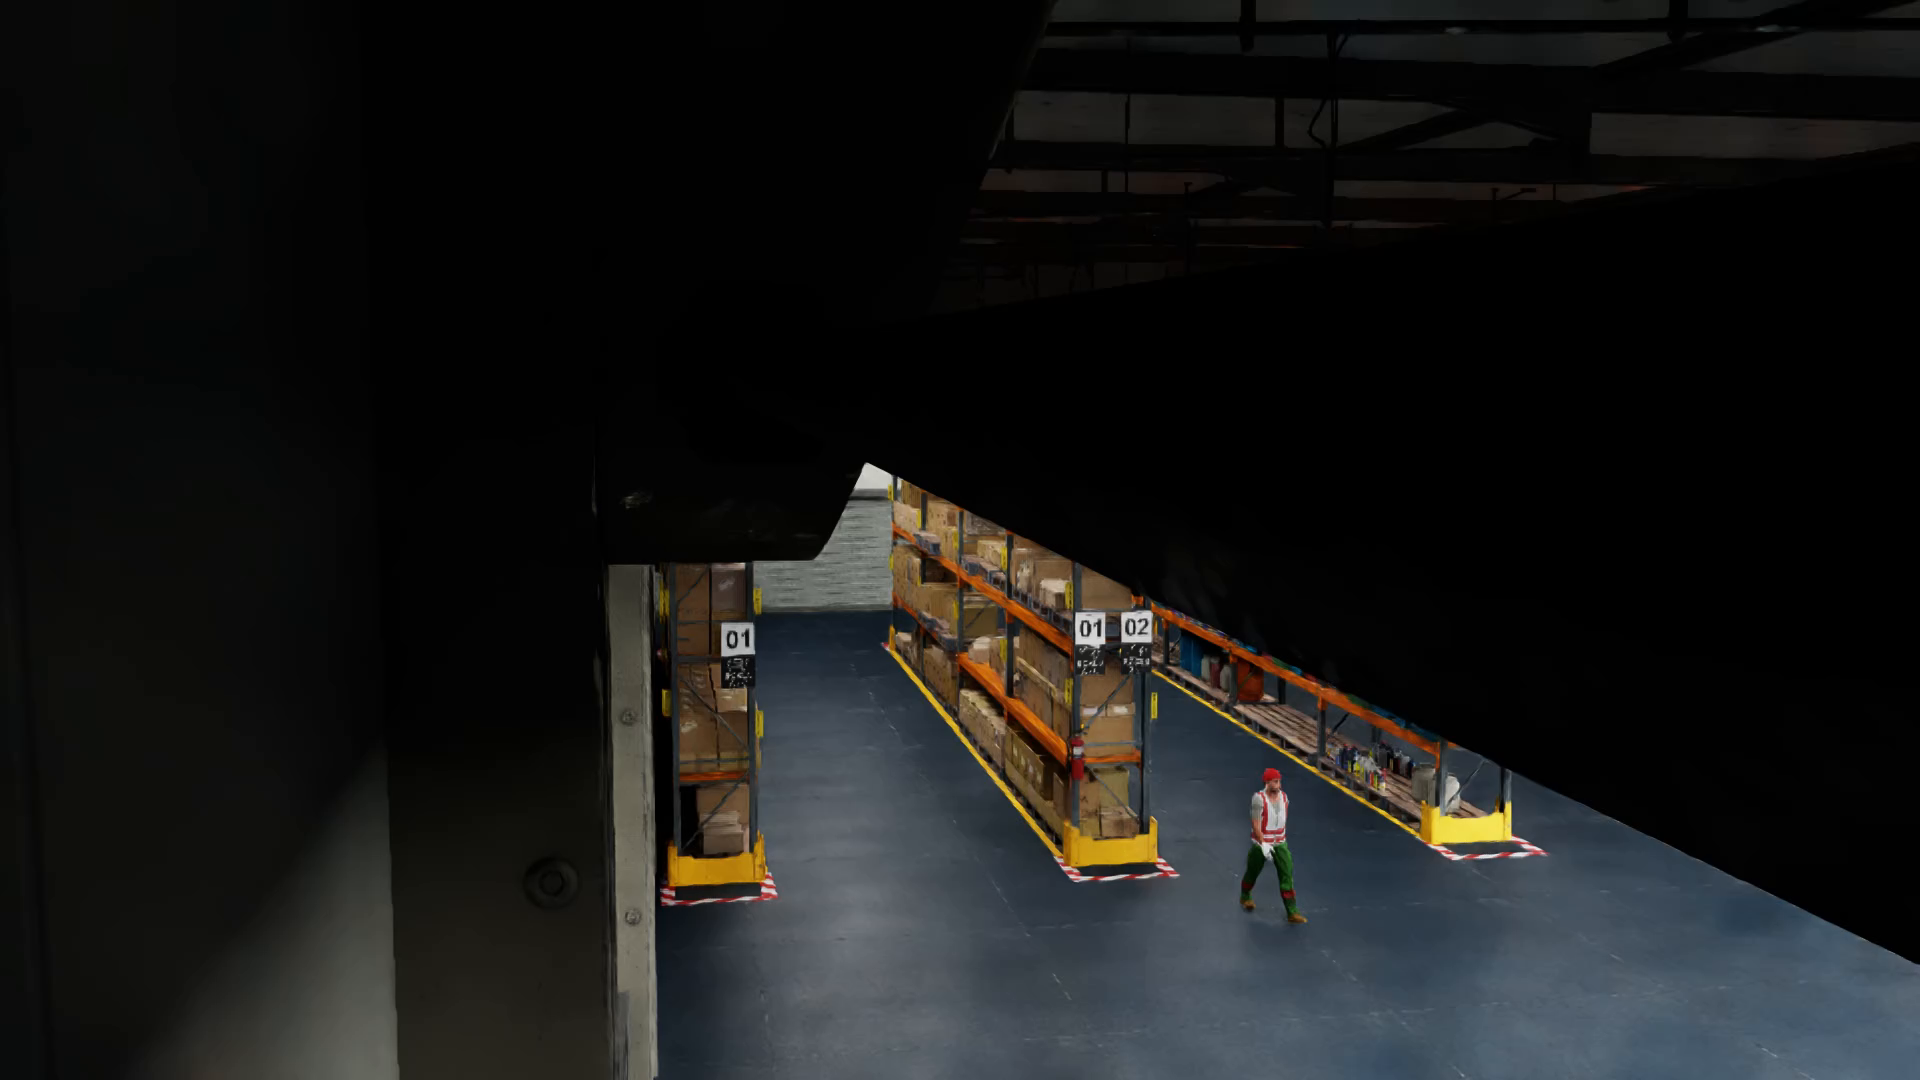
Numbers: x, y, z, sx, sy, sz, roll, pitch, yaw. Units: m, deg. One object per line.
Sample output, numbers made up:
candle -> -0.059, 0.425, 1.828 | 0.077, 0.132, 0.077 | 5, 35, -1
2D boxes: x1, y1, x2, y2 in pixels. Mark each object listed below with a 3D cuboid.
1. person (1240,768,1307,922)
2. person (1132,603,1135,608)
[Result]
person -> 3.521, 3.426, 18.843 | 0.528, 1.728, 1.032 | -2, 7, -19
person -> 4.016, 1.221, 39.570 | 0.423, 1.659, 0.642 | 2, 6, 18
